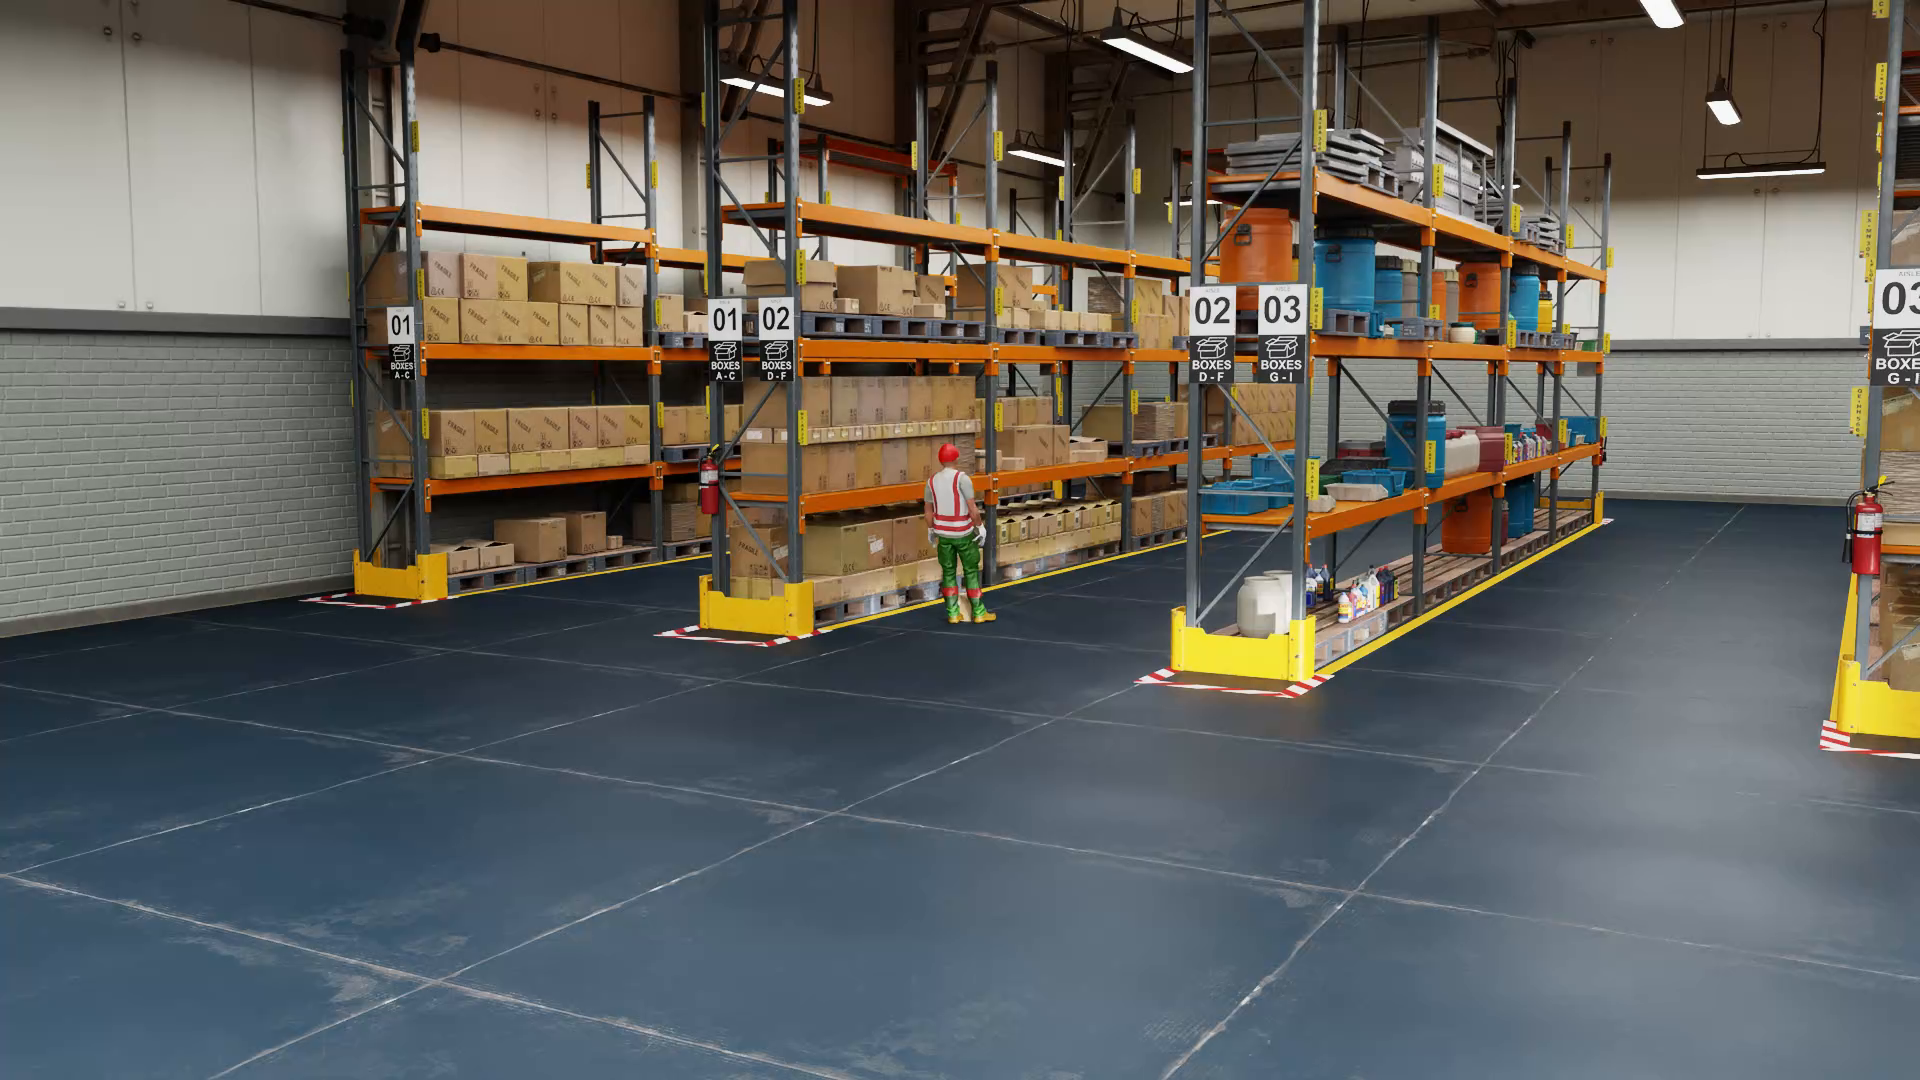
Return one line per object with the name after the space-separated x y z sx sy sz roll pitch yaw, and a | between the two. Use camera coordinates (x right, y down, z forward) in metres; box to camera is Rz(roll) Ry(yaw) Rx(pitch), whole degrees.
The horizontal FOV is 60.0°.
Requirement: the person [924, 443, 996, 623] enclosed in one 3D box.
-0.011 -0.075 16.598 0.638 1.787 0.564 3 7 28 | person
